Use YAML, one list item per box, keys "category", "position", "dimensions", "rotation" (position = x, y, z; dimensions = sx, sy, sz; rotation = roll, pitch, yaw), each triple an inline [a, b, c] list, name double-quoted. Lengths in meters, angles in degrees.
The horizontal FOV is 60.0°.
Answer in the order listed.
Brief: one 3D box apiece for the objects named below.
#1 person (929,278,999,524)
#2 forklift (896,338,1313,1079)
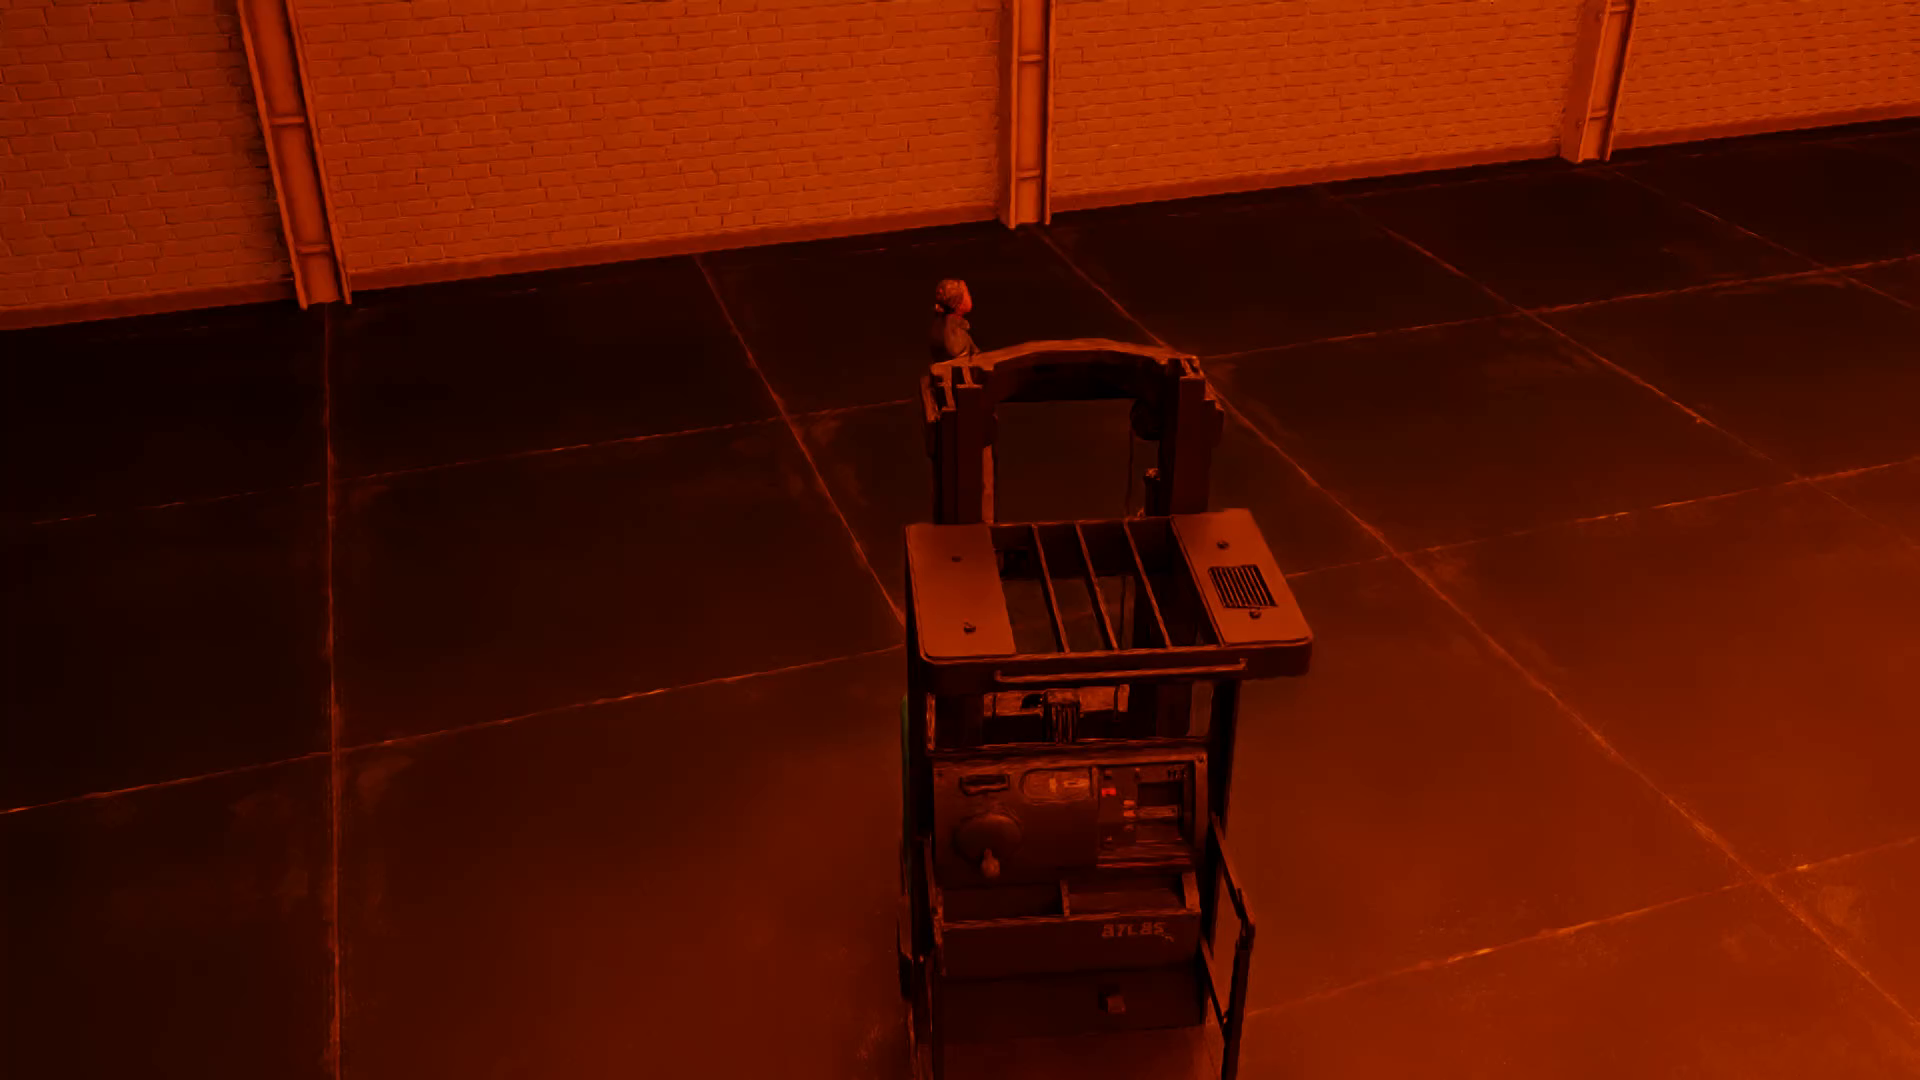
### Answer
- category: "person"
  position: [0.089, -0.728, 9.618]
  dimensions: [0.503, 1.654, 0.570]
  rotation: [-10, 31, -16]
- category: "forklift"
  position: [0.395, 0.966, 5.408]
  dimensions: [1.130, 2.935, 3.031]
  rotation: [-3, 30, -5]
